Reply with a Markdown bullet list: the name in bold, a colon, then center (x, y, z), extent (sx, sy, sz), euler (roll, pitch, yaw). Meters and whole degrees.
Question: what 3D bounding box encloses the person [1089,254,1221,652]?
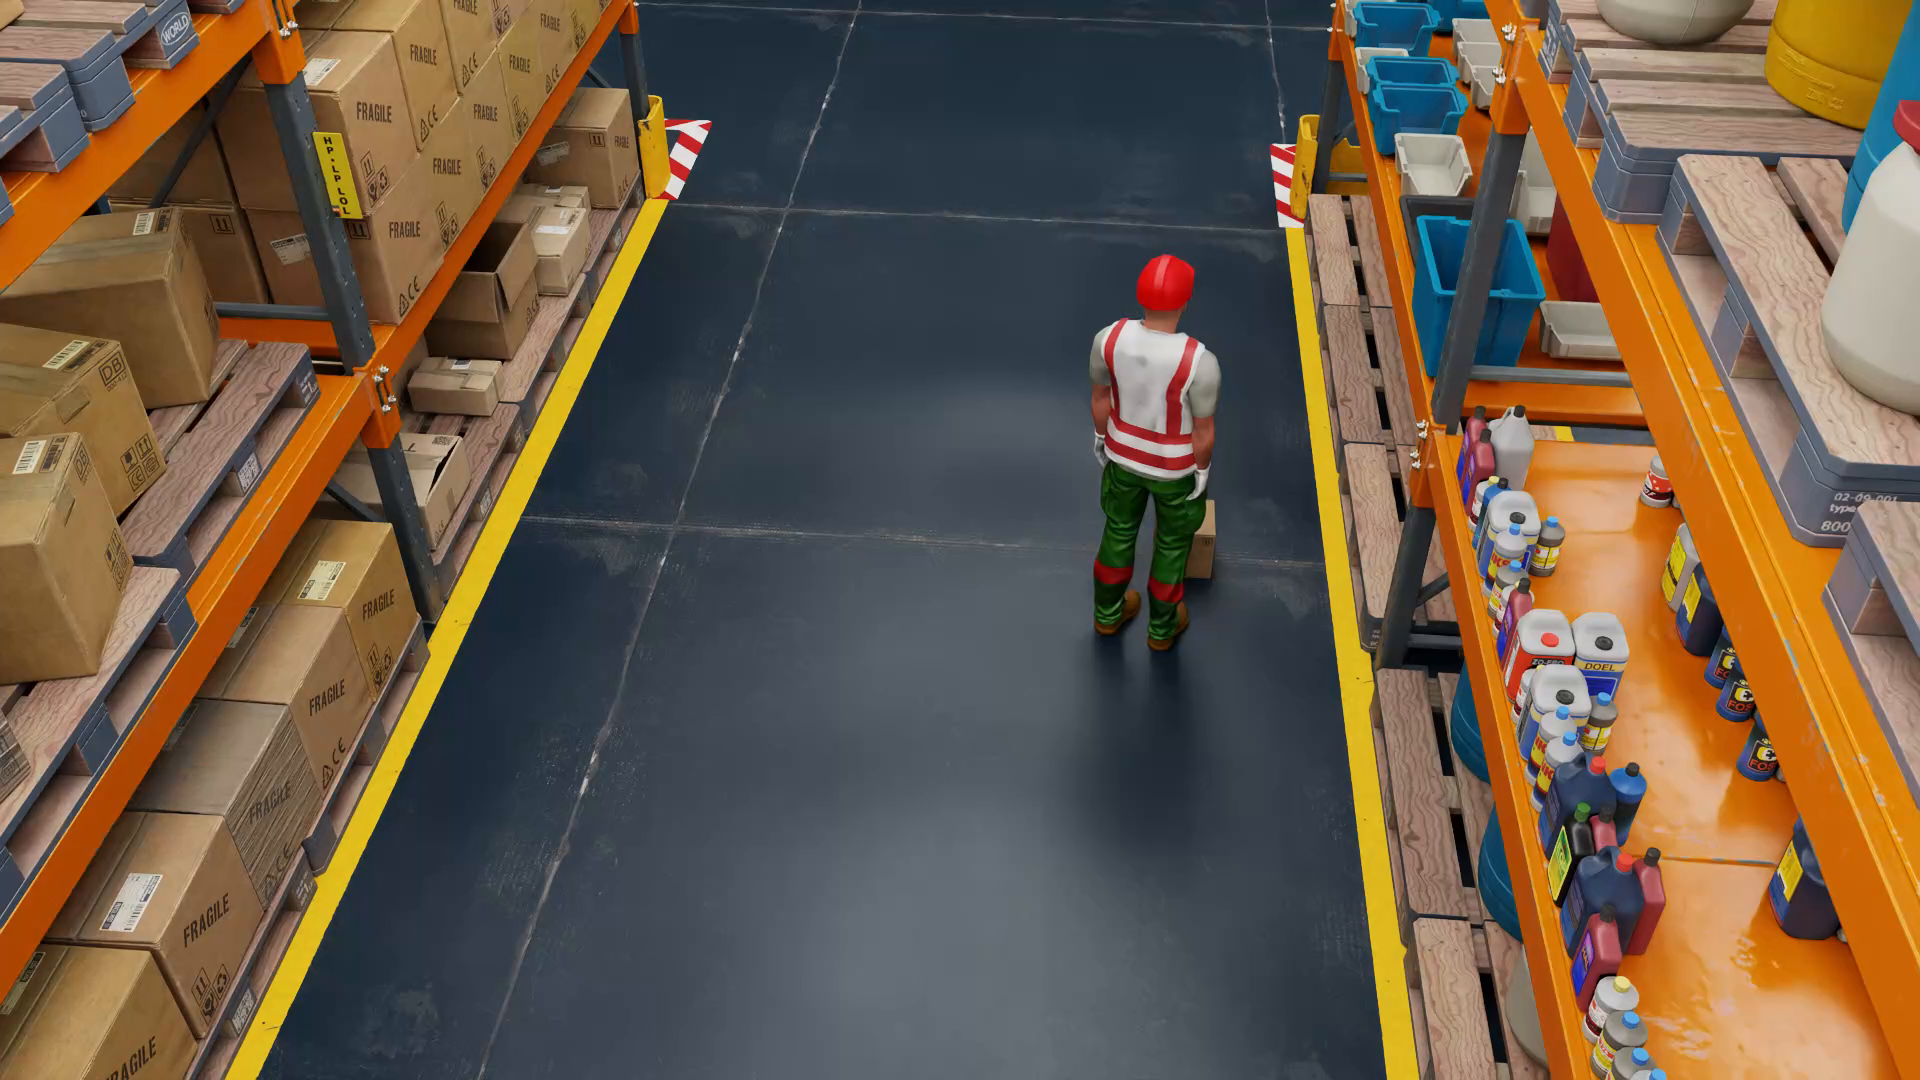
- **person**: center (0.757, -0.333, 6.541), extent (0.524, 1.788, 0.347), euler (20, 44, 23)
